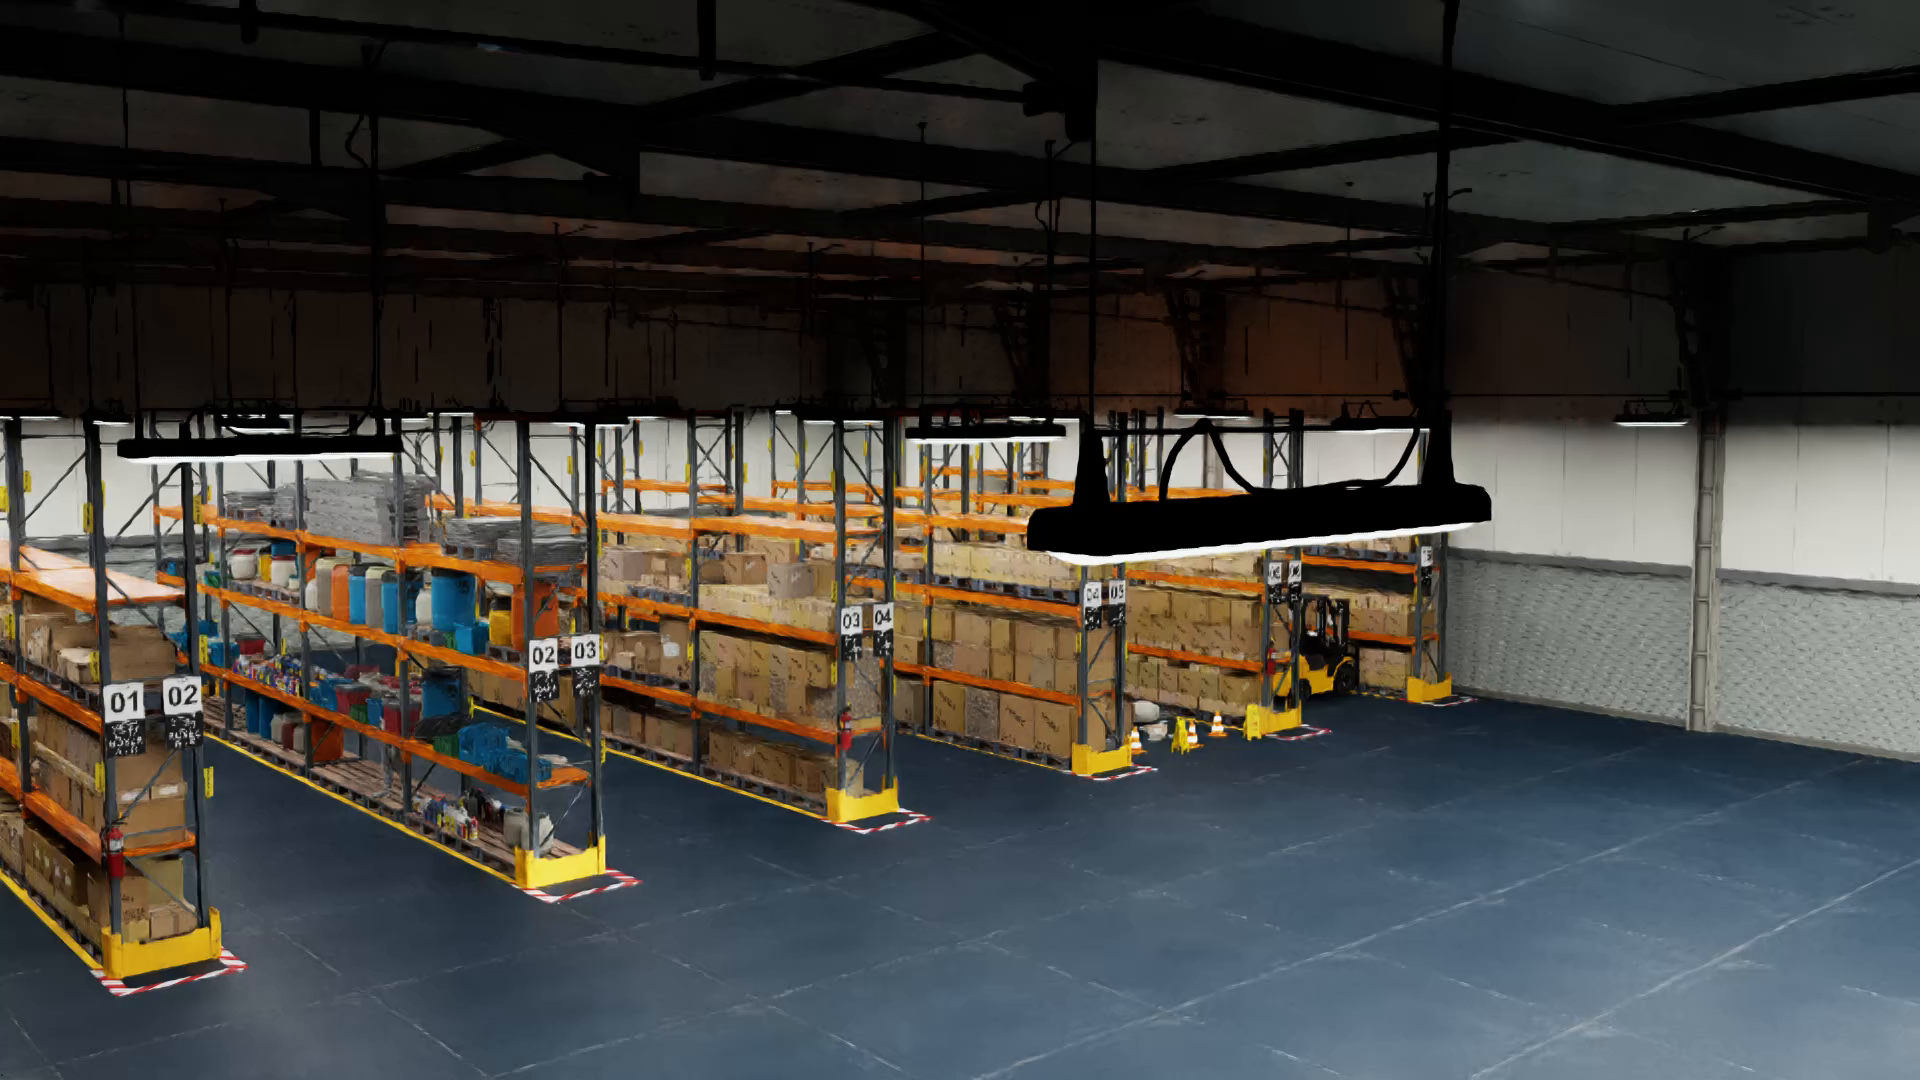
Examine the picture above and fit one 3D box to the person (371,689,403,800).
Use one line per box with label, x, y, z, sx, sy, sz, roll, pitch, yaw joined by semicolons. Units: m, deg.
person;-8.624;3.068;25.136;0.548;1.663;0.655;-3;6;-31
